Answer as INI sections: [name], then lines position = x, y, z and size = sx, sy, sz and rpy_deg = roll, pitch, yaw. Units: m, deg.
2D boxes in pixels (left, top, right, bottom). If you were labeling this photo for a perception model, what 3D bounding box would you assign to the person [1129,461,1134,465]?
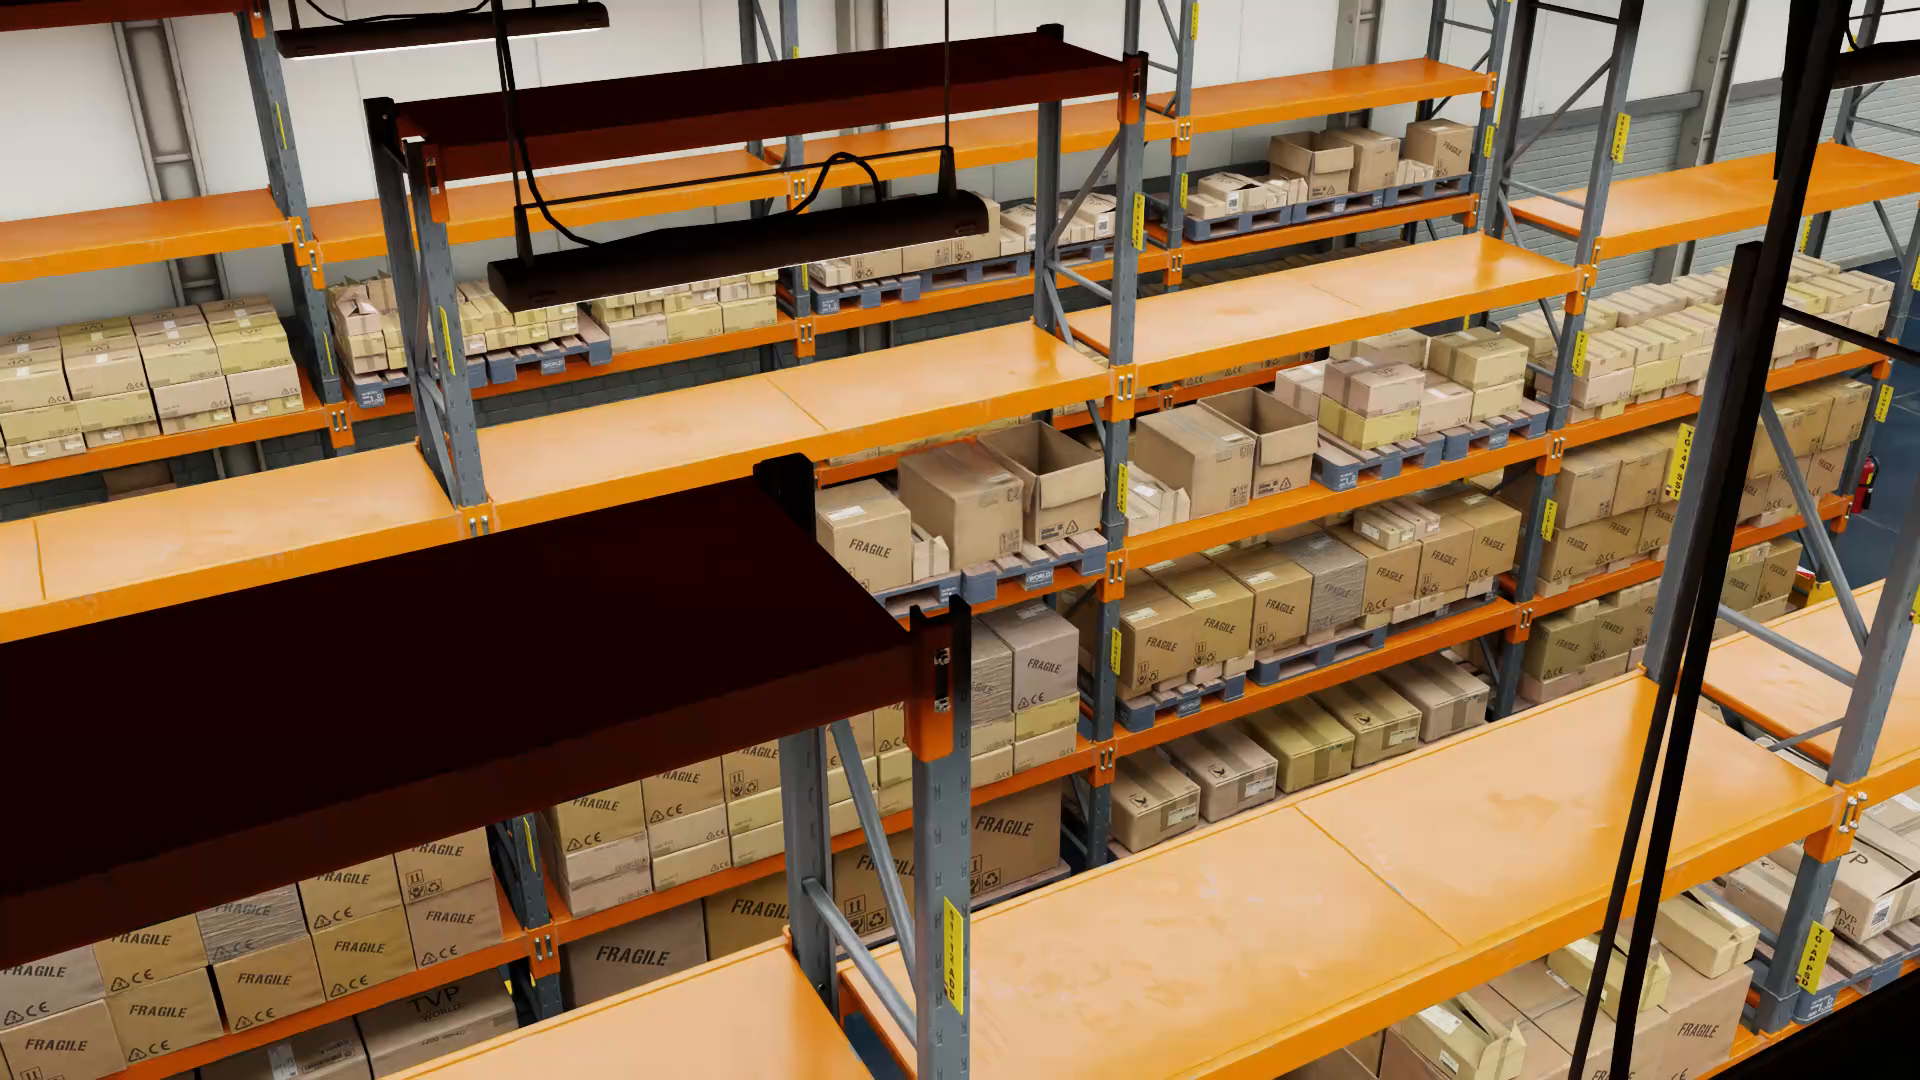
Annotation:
[person]
position = 1.546, 0.044, 15.173
size = 0.579, 1.739, 0.491
rpy_deg = -19, 33, -31
